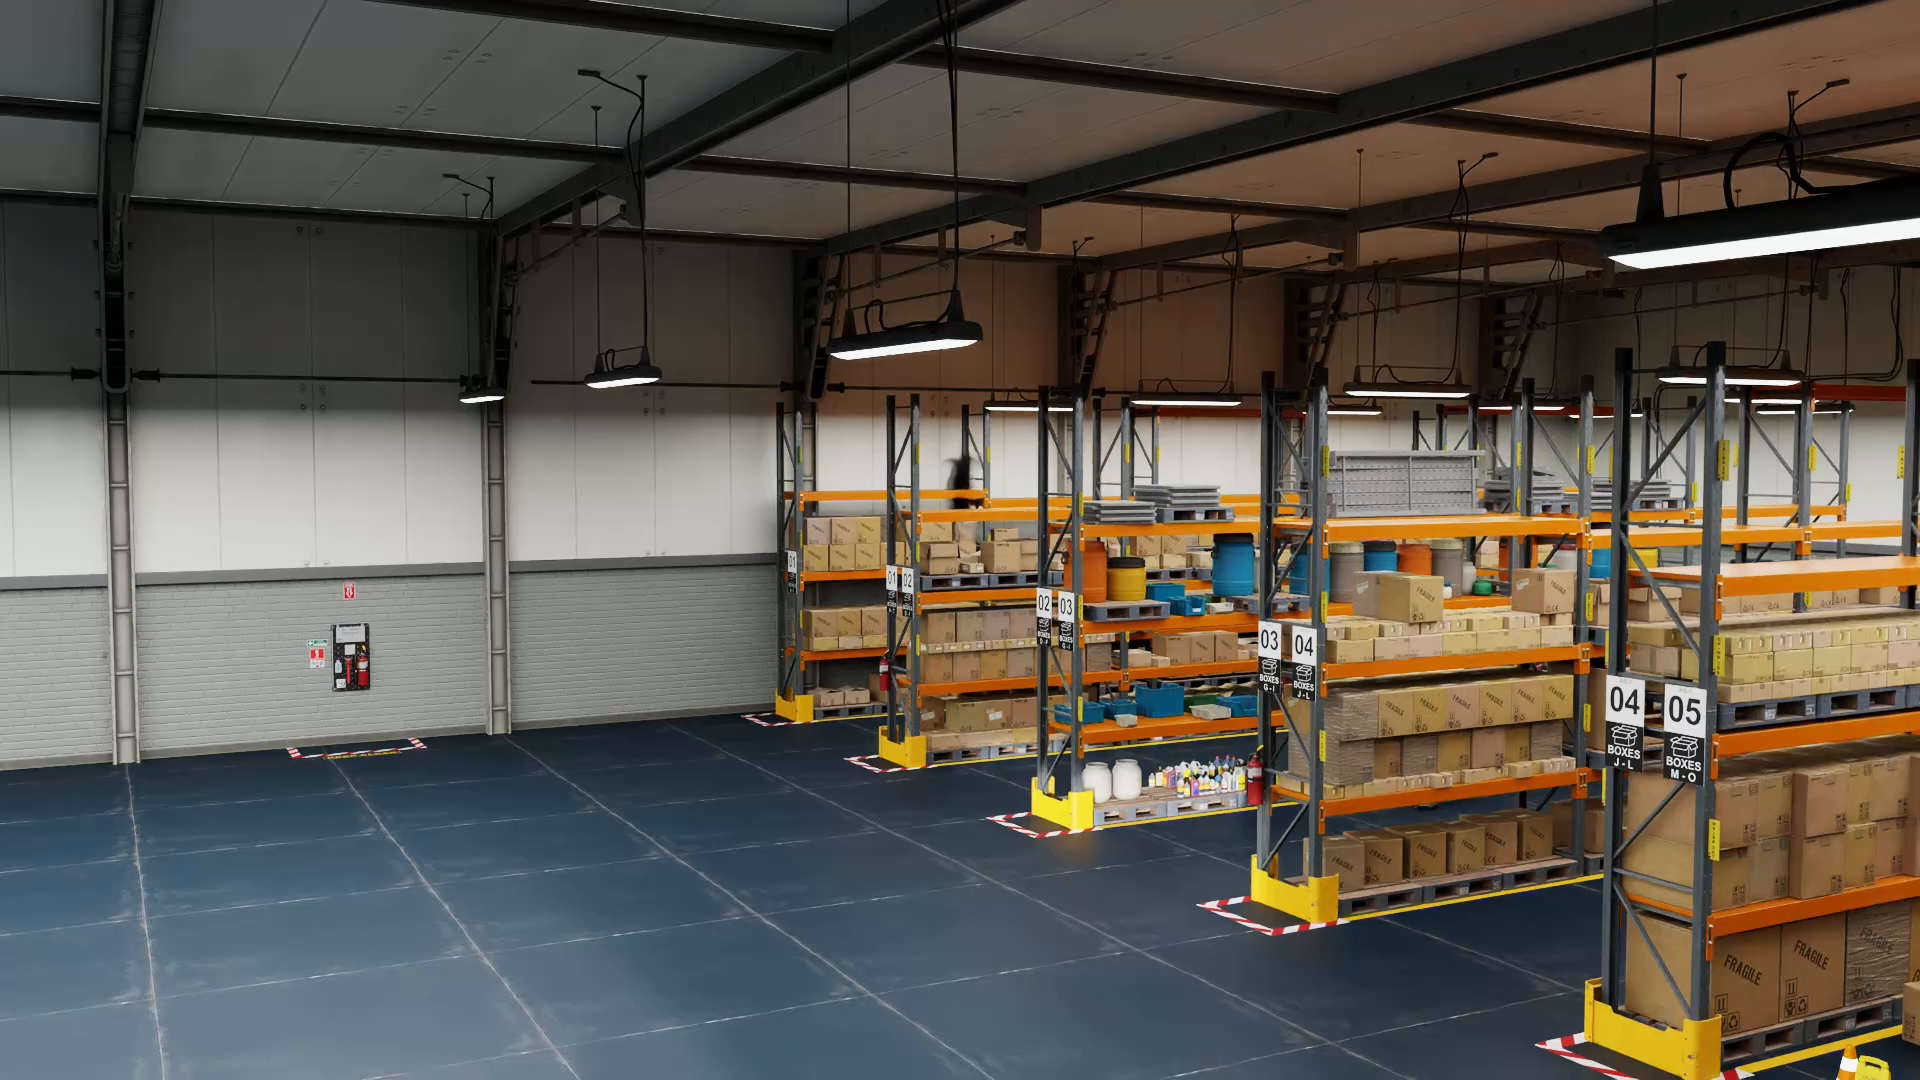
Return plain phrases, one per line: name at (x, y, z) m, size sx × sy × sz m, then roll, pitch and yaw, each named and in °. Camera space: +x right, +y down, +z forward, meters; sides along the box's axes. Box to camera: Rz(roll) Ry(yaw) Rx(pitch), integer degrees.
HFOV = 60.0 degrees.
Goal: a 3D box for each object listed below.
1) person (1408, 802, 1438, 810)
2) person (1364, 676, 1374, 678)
person at (6.511, 2.981, 23.513) m, size 0.697 × 1.728 × 0.620 m, roll -2°, pitch 4°, yaw -35°
person at (7.120, 2.719, 28.884) m, size 0.704 × 1.699 × 0.574 m, roll -2°, pitch 4°, yaw -27°
